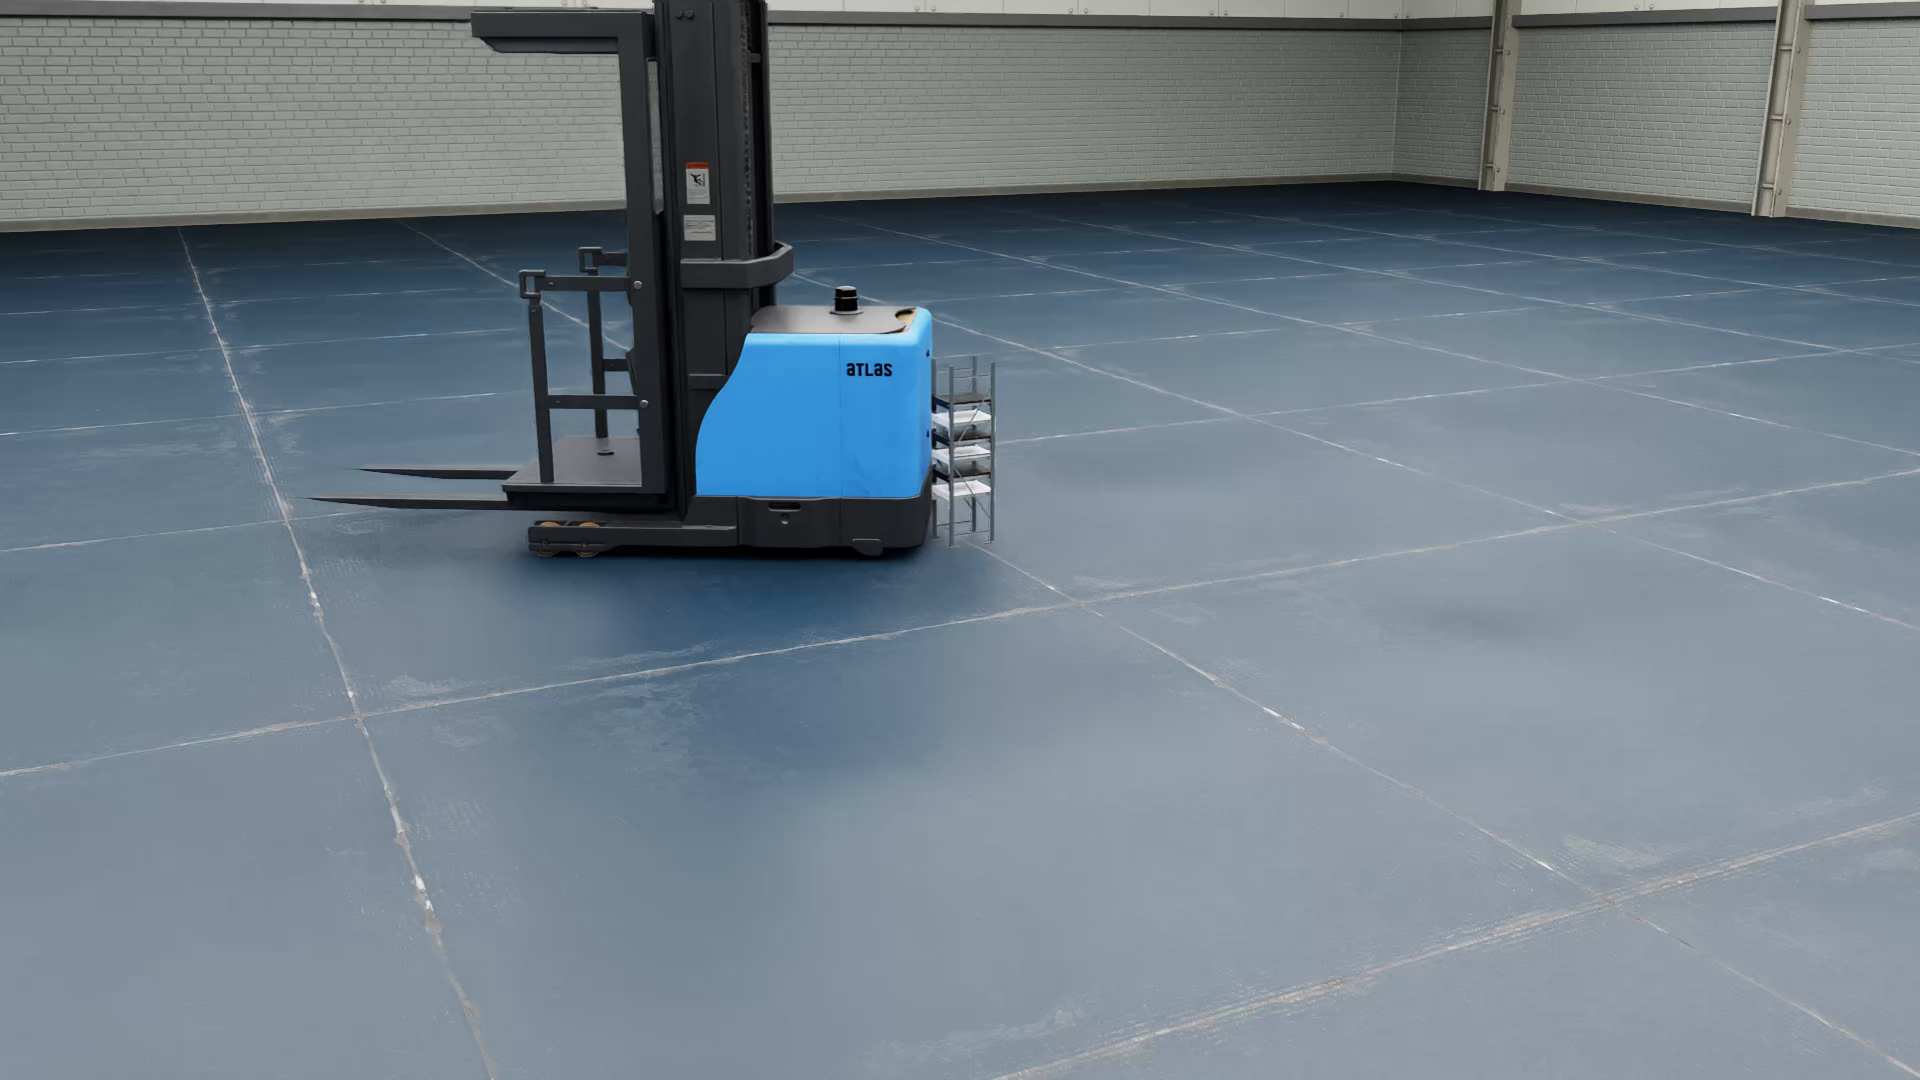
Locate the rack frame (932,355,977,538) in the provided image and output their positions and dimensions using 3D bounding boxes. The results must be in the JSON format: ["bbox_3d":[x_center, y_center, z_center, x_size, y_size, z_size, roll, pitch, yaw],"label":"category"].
[{"bbox_3d":[-0.028,-0.456,8.207,0.240,0.900,0.006,-7,18,-24],"label":"rack frame"}]

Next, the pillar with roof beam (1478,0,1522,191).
[{"bbox_3d":[6.012,-10.309,27.861,9.100,9.000,0.400,-8,18,-25],"label":"pillar with roof beam"}]

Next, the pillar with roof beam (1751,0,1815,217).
[{"bbox_3d":[8.640,-8.821,22.676,9.100,9.000,0.400,-8,18,-25],"label":"pillar with roof beam"}]

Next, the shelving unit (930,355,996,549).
[{"bbox_3d":[0.016,-0.430,8.118,0.258,0.900,0.210,-7,18,-24],"label":"shelving unit"}]

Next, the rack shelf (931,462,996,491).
[{"bbox_3d":[0.016,-0.312,8.152,0.258,0.077,0.200,-7,18,-24],"label":"rack shelf"}]

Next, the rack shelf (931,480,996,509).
[{"bbox_3d":[0.016,-0.225,8.177,0.258,0.077,0.200,-7,18,-24],"label":"rack shelf"}]

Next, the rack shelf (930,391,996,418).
[{"bbox_3d":[0.016,-0.658,8.053,0.258,0.077,0.200,-7,18,-24],"label":"rack shelf"}]

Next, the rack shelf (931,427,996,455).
[{"bbox_3d":[0.016,-0.485,8.103,0.258,0.077,0.200,-7,18,-24],"label":"rack shelf"}]

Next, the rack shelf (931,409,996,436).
[{"bbox_3d":[0.016,-0.571,8.078,0.258,0.077,0.200,-7,18,-24],"label":"rack shelf"}]

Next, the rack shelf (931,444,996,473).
[{"bbox_3d":[0.016,-0.398,8.128,0.258,0.077,0.200,-7,18,-24],"label":"rack shelf"}]

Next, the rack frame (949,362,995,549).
[{"bbox_3d":[0.059,-0.405,8.030,0.240,0.900,0.006,-7,18,-24],"label":"rack frame"}]

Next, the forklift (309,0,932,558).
[{"bbox_3d":[-1.668,-1.469,8.057,3.031,2.935,1.130,1,16,3],"label":"forklift"}]
